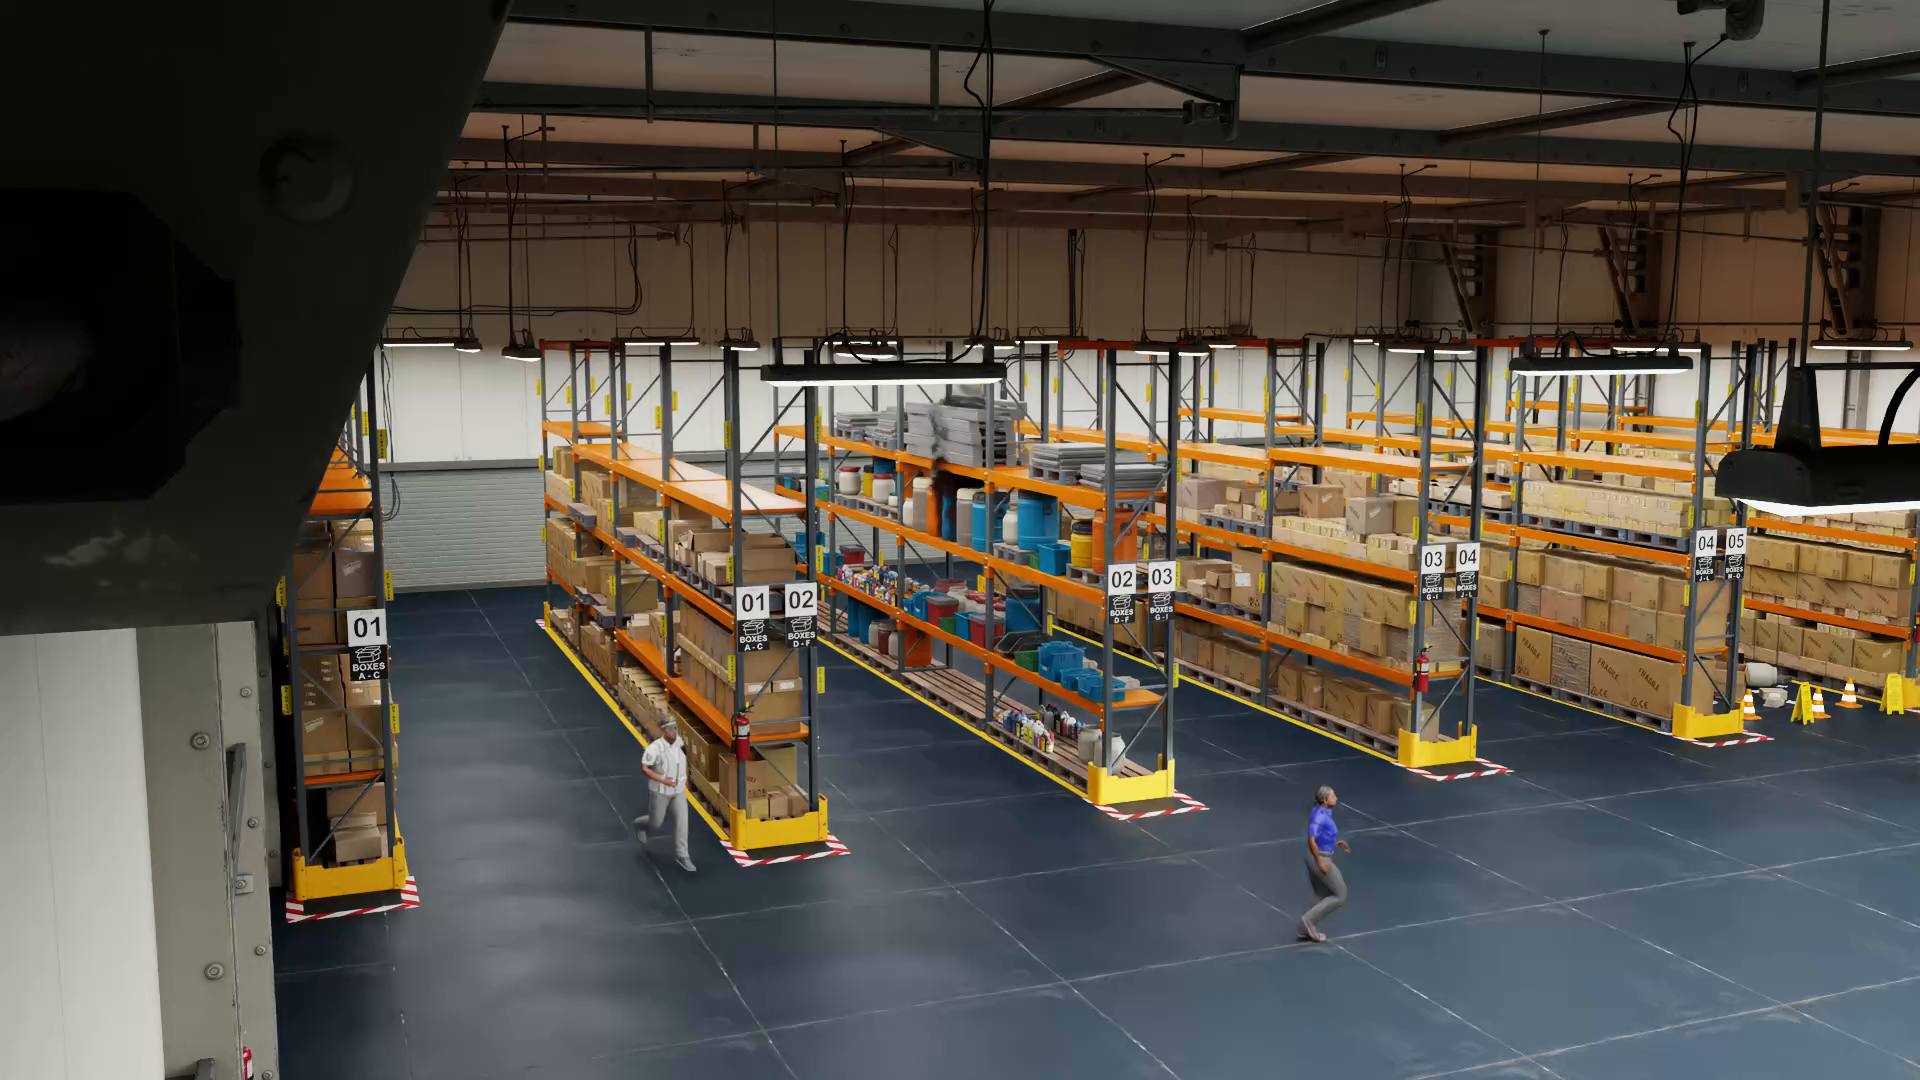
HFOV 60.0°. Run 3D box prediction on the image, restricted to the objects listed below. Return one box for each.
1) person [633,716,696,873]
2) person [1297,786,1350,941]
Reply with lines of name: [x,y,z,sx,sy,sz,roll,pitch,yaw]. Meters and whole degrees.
person: [-3.454,2.938,19.567,0.655,1.786,1.107,-7,10,-41]
person: [3.759,3.324,17.090,0.545,1.608,0.587,0,7,0]
